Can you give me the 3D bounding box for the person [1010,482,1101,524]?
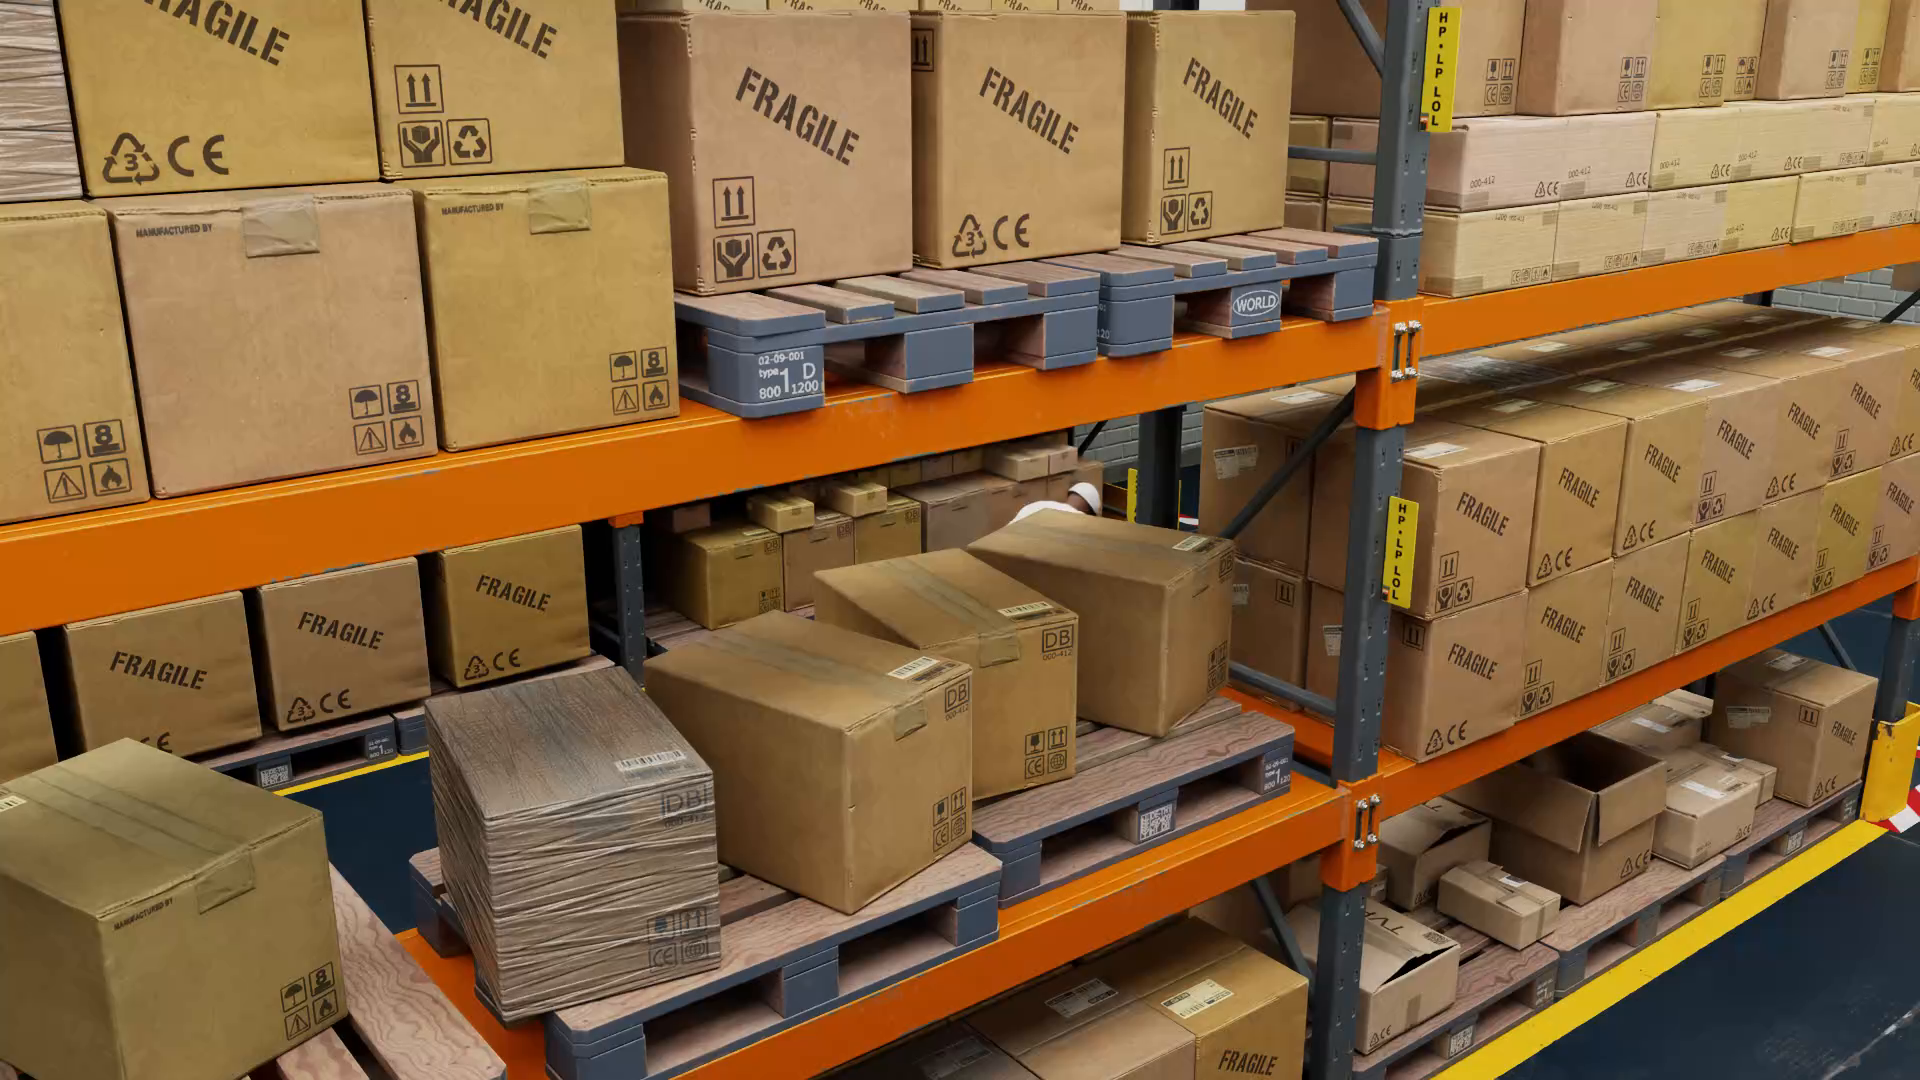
[{"bbox_3d":[0.495,0.187,9.771,0.895,0.957,0.576,-14,22,-38],"label":"person"}]
